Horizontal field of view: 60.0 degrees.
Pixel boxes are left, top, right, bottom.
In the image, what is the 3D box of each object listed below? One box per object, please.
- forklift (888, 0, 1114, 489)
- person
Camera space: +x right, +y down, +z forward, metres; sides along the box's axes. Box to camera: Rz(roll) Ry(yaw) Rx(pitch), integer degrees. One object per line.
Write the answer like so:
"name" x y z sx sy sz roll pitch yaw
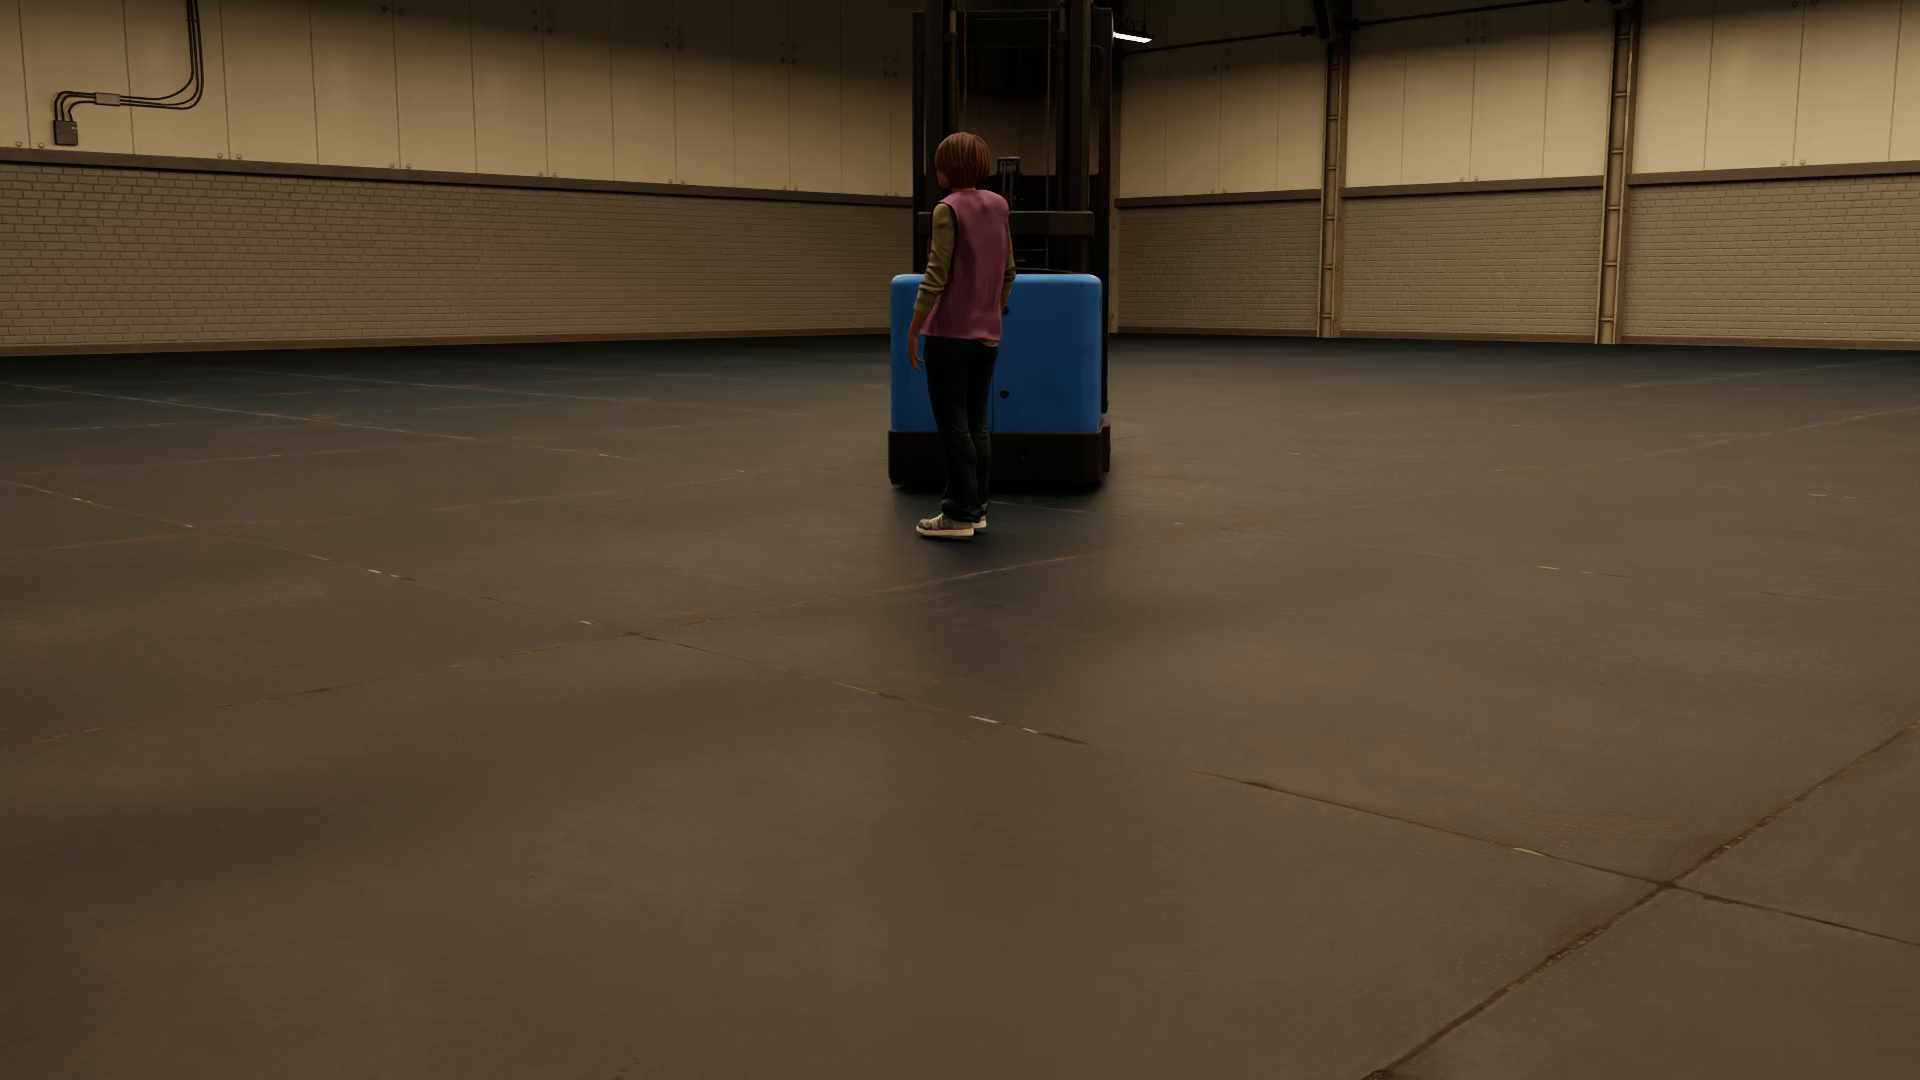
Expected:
"forklift" 0.307 -1.888 9.415 1.130 2.935 3.031 1 9 6
"person" -0.043 -0.806 6.658 0.476 1.596 0.520 8 12 43
